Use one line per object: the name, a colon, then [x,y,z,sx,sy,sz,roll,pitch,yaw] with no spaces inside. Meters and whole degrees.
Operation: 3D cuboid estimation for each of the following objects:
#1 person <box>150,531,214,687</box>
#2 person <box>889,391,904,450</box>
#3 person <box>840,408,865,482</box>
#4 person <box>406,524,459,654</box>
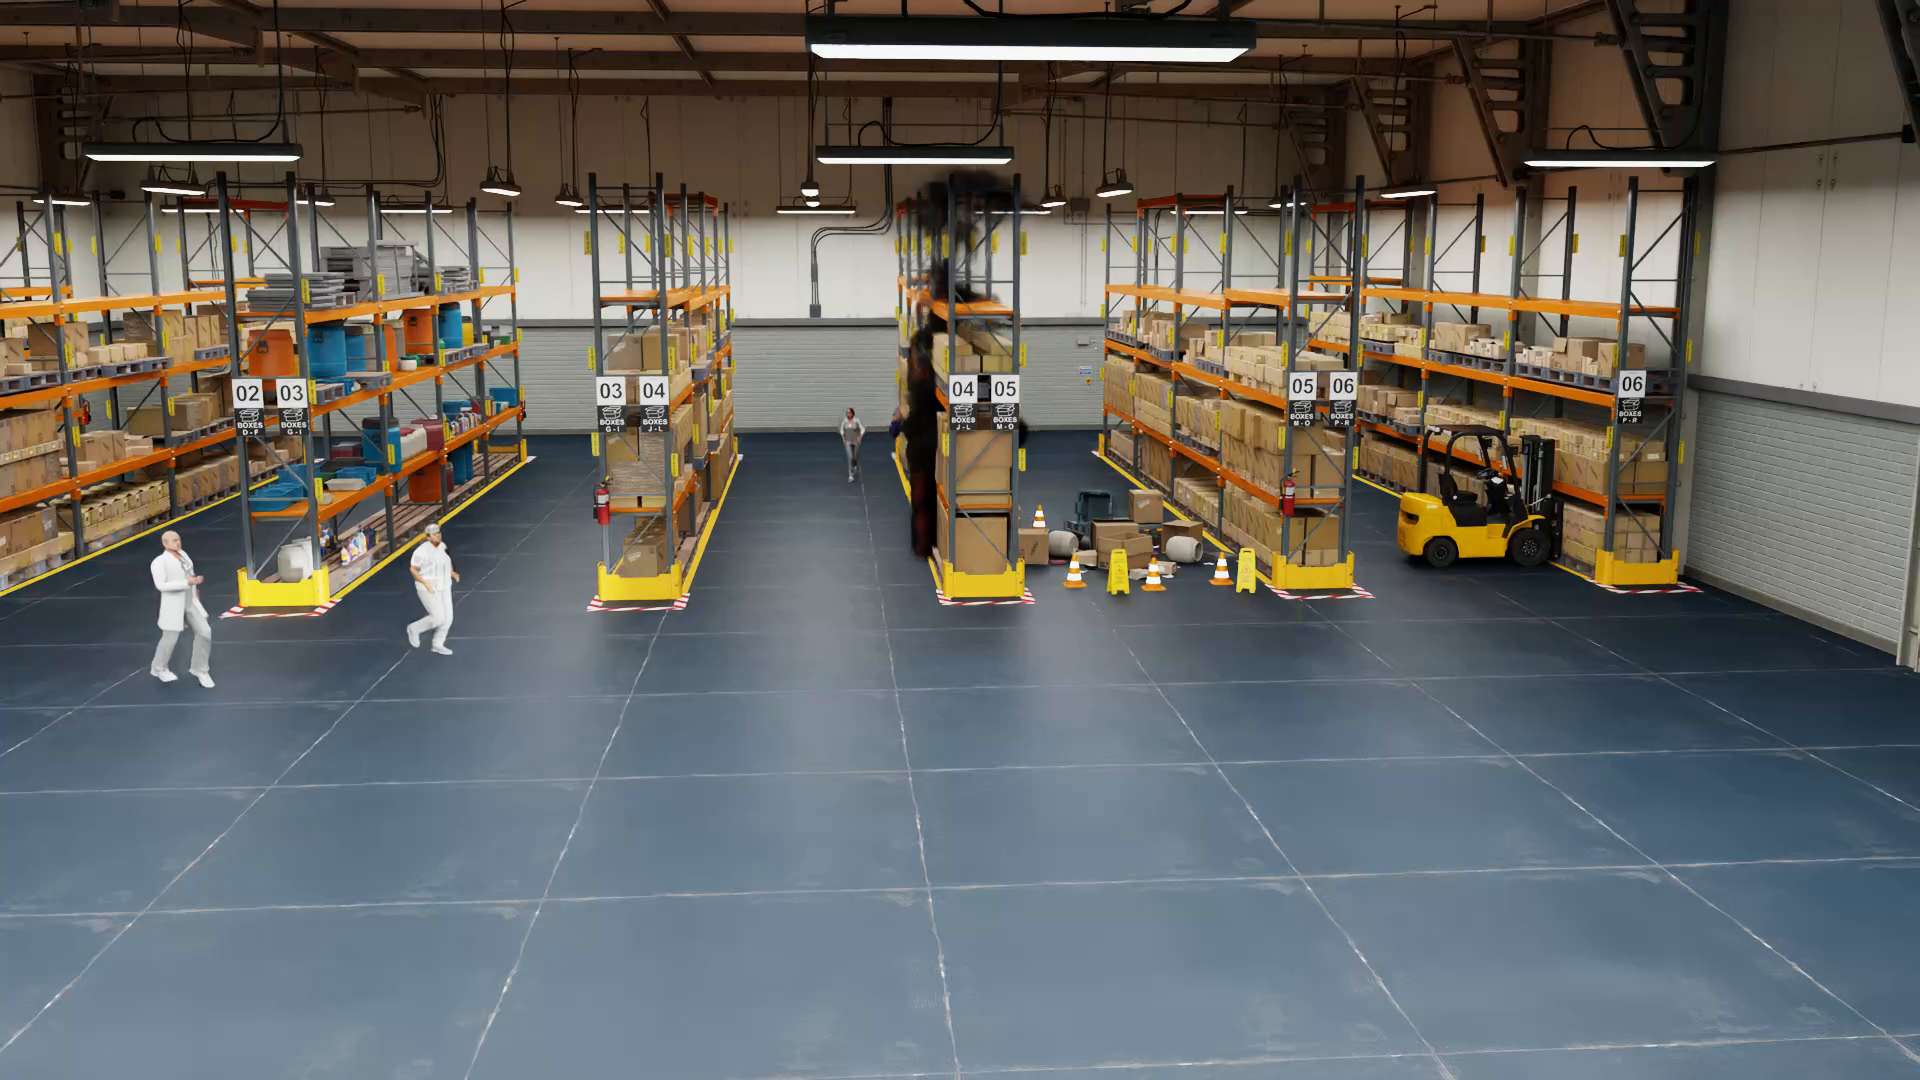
person: [-8.959,0.805,19.057,0.842,1.850,0.672,4,11,21]
person: [-1.494,-2.972,41.064,0.485,1.555,0.791,-3,10,-15]
person: [-2.325,-2.080,35.985,0.539,1.596,0.674,0,10,2]
person: [-6.518,0.605,20.659,0.557,1.641,0.600,5,11,25]
